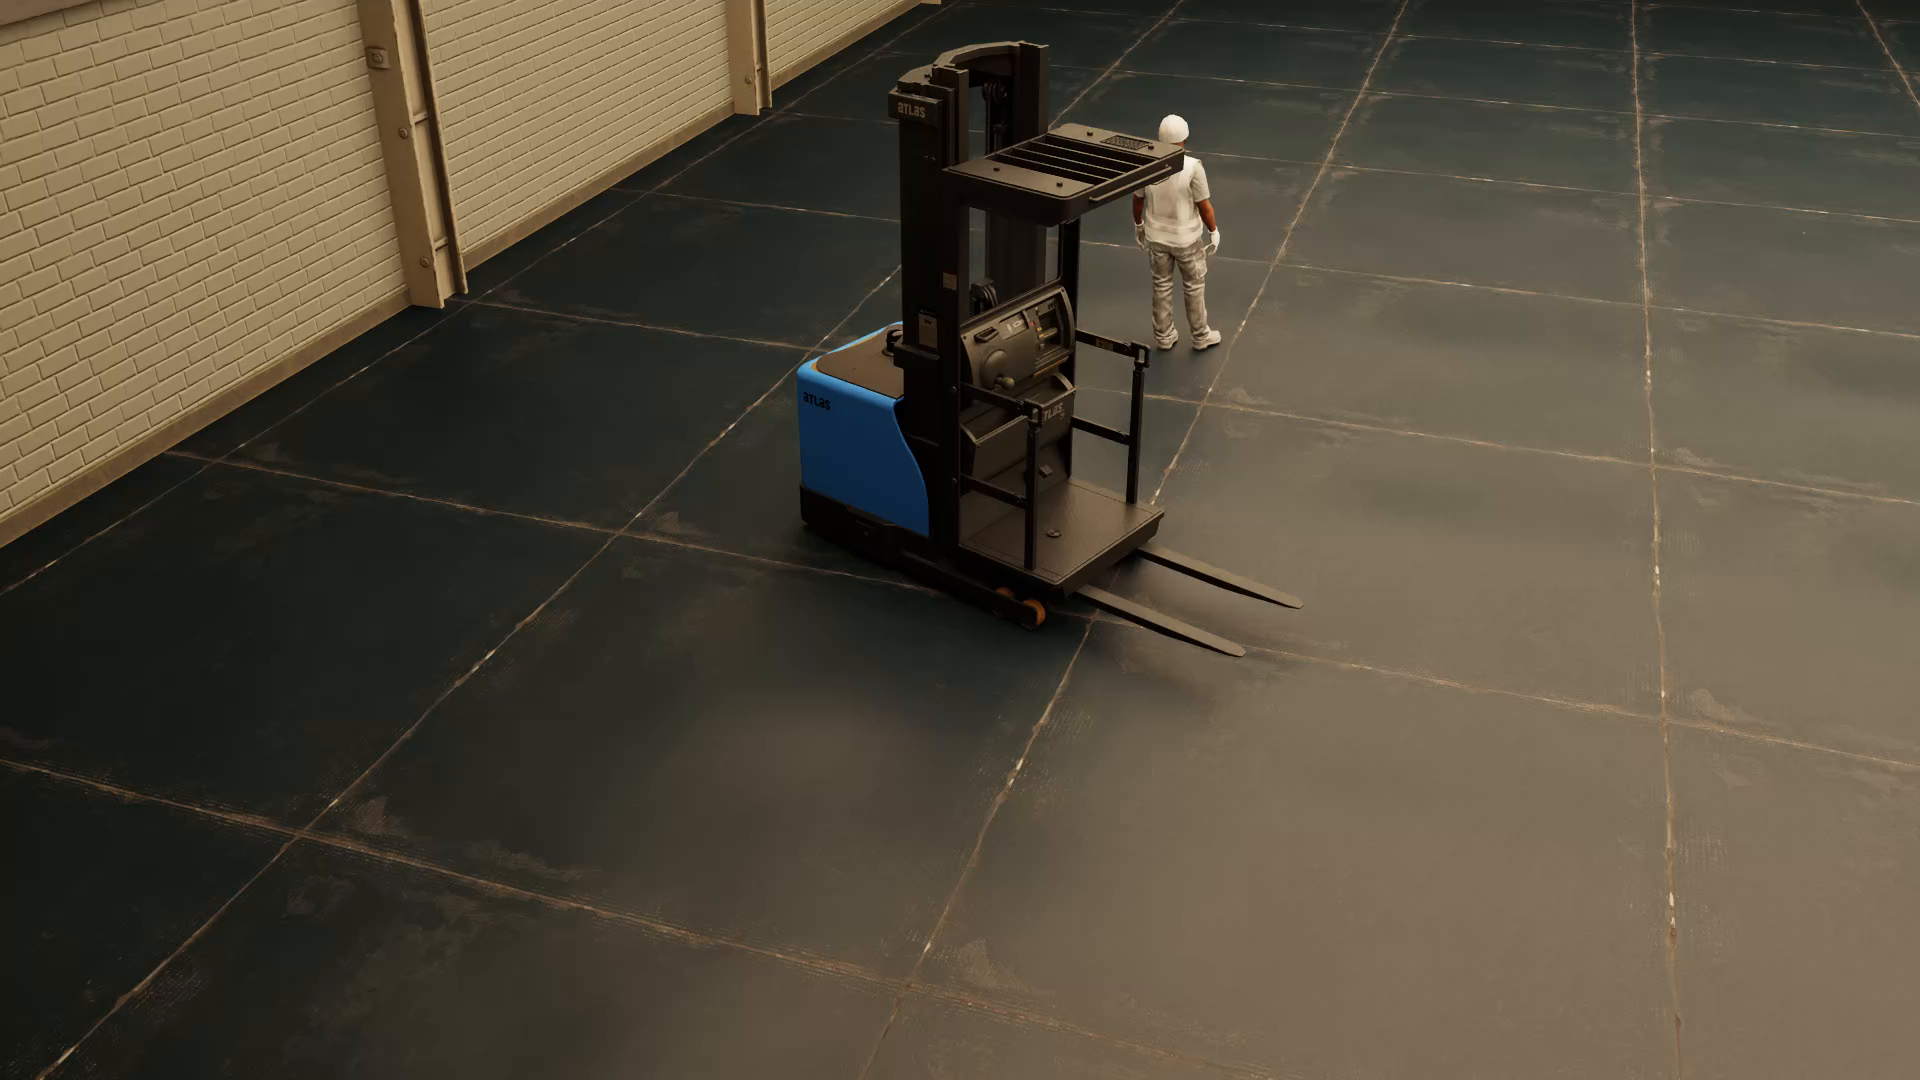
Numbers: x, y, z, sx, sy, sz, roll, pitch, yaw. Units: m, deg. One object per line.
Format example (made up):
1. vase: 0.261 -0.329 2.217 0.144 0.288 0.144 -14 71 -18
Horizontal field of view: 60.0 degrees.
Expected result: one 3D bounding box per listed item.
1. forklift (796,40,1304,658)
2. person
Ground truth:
1. forklift: 0.488 -1.077 9.025 3.031 2.935 1.130 22 36 33
2. person: 1.612 -2.271 12.265 0.656 1.784 0.575 16 33 25
